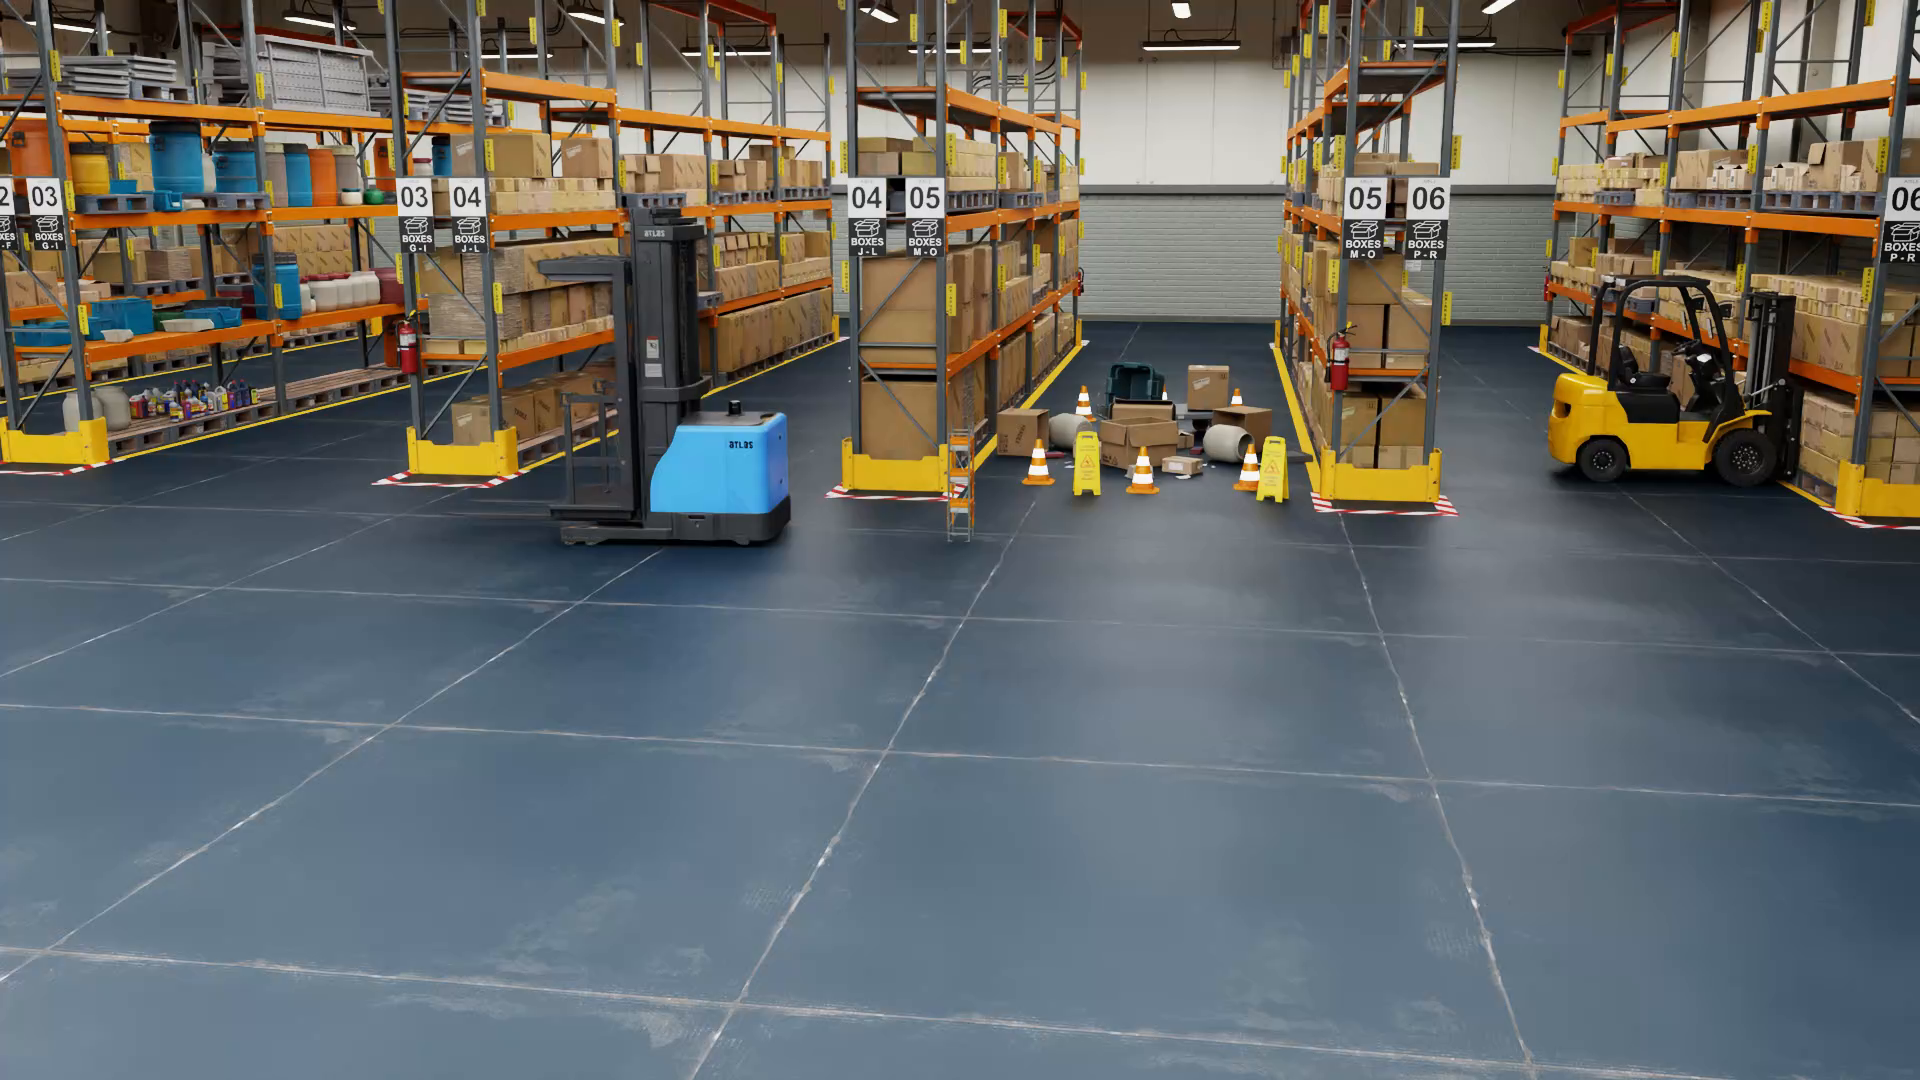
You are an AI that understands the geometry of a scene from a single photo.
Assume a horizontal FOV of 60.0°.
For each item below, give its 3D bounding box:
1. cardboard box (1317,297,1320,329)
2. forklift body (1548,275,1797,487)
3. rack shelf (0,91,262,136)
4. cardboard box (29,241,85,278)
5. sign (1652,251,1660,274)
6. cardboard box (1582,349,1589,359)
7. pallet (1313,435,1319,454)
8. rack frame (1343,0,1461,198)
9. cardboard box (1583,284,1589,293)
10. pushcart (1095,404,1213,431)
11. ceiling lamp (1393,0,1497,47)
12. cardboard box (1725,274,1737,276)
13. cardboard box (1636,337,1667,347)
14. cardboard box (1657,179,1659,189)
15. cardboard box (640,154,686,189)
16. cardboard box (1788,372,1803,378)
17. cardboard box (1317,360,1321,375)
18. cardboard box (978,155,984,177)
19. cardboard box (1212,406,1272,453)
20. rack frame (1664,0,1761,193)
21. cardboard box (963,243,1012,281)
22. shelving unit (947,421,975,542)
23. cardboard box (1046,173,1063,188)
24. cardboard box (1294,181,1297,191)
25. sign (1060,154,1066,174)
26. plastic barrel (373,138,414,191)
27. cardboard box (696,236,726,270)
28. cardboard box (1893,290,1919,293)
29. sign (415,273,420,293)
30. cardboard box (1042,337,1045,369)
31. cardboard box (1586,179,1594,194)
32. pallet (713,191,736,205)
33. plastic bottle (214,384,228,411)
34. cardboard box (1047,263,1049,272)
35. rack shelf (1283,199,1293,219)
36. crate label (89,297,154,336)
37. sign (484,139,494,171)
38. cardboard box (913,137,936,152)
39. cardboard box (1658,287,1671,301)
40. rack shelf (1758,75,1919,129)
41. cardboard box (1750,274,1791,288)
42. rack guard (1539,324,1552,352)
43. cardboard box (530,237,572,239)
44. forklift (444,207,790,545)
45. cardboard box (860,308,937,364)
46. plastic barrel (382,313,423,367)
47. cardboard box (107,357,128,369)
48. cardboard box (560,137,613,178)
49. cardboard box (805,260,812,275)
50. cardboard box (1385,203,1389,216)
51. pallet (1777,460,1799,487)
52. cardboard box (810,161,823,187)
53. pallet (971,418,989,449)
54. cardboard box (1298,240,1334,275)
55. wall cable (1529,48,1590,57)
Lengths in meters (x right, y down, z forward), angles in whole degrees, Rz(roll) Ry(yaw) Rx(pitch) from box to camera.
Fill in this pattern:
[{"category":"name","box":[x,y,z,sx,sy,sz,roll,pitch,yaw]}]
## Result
[{"category":"cardboard box","box":[4.485,-2.723,19.565,0.500,0.500,0.500,2,12,8]},{"category":"forklift body","box":[7.661,-1.763,18.067,2.313,2.155,1.214,2,12,9]},{"category":"rack shelf","box":[-10.112,-5.167,20.267,1.077,0.370,4.000,2,12,9]},{"category":"cardboard box","box":[-18.146,-5.595,33.124,0.980,0.700,0.700,2,12,7]},{"category":"sign","box":[9.865,-3.932,23.558,0.100,0.325,0.005,2,12,9]},{"category":"cardboard box","box":[10.813,-3.159,28.302,0.380,0.149,0.250,2,12,7]},{"category":"pallet","box":[4.814,-1.212,20.118,1.003,0.211,1.213,2,12,9]},{"category":"rack frame","box":[4.267,-4.817,15.983,1.000,3.000,0.127,2,12,9]},{"category":"cardboard box","box":[10.852,-4.283,28.345,0.380,0.149,0.250,2,12,10]},{"category":"pushcart","box":[2.621,-1.498,21.049,1.648,0.377,0.936,-2,12,-11]},{"category":"ceiling lamp","box":[9.745,-11.474,33.019,2.000,3.185,0.800,2,12,9]},{"category":"cardboard box","box":[10.437,-3.466,22.177,0.380,0.149,0.250,2,12,8]},{"category":"cardboard box","box":[10.409,-2.965,25.030,0.380,0.149,0.250,2,12,10]},{"category":"cardboard box","box":[10.344,-5.166,24.133,0.380,0.149,0.250,2,12,10]},{"category":"cardboard box","box":[-4.281,-5.313,23.982,0.500,0.500,0.500,2,12,10]},{"category":"cardboard box","box":[9.903,-1.798,19.371,0.500,0.250,0.500,2,12,10]},{"category":"cardboard box","box":[4.369,-2.016,19.439,0.380,0.149,0.250,2,12,11]},{"category":"cardboard box","box":[-0.004,-4.328,19.254,0.500,0.250,0.500,2,12,8]},{"category":"cardboard box","box":[3.373,-1.317,19.911,0.500,0.500,0.500,-10,16,-40]},{"category":"rack frame","box":[10.402,-6.322,22.967,1.000,3.000,0.127,2,12,9]},{"category":"cardboard box","box":[0.358,-3.921,23.456,0.700,0.500,0.500,2,12,8]},{"category":"shelving unit","box":[0.008,-0.524,14.934,0.215,1.050,0.252,2,12,9]},{"category":"cardboard box","box":[1.517,-6.251,28.928,0.500,0.250,0.500,2,12,11]},{"category":"cardboard box","box":[5.572,-5.687,26.701,0.380,0.166,0.250,1,12,5]},{"category":"sign","box":[1.755,-6.416,28.361,0.100,0.325,0.005,2,12,9]},{"category":"plastic barrel","box":[-9.099,-6.030,26.719,0.600,0.830,0.708,2,12,9]},{"category":"cardboard box","box":[-4.166,-4.561,26.420,0.797,0.503,0.637,2,12,11]},{"category":"cardboard box","box":[9.535,-2.407,16.559,0.380,0.149,0.250,2,12,10]},{"category":"sign","box":[-8.644,-4.094,26.484,0.100,0.325,0.005,2,12,9]},{"category":"cardboard box","box":[1.100,-3.023,26.835,0.500,0.500,0.500,2,12,7]},{"category":"cardboard box","box":[10.914,-5.977,28.139,0.500,0.250,0.500,1,12,7]},{"category":"pallet","box":[-4.248,-5.380,26.166,1.213,0.211,1.003,2,12,11]},{"category":"plastic bottle","box":[-9.698,-1.868,21.783,0.144,0.351,0.185,2,12,8]},{"category":"cardboard box","box":[1.300,-4.605,28.135,0.380,0.149,0.250,2,12,9]},{"category":"rack shelf","box":[6.420,-5.913,29.897,1.077,0.370,4.000,2,12,9]},{"category":"crate label","box":[-10.403,-2.775,20.664,0.502,0.435,0.616,2,12,9]},{"category":"sign","box":[-4.989,-4.081,17.615,0.100,0.325,0.005,2,12,9]},{"category":"cardboard box","box":[-0.274,-4.070,17.108,0.380,0.149,0.250,2,12,9]},{"category":"cardboard box","box":[10.068,-3.477,23.174,0.500,0.250,0.500,2,12,9]},{"category":"rack shelf","box":[9.480,-4.526,17.290,1.077,0.370,4.000,2,12,9]},{"category":"cardboard box","box":[9.445,-3.011,19.362,0.380,0.149,0.250,2,12,10]},{"category":"rack guard","box":[11.621,-3.817,31.517,1.175,0.500,0.348,2,12,9]},{"category":"cardboard box","box":[-5.230,-3.635,21.425,0.500,0.500,0.500,2,12,9]},{"category":"forklift","box":[-3.133,-1.495,14.975,3.031,2.935,1.130,1,12,5]},{"category":"cardboard box","box":[-0.628,-2.175,17.611,0.875,0.550,0.550,2,12,9]},{"category":"plastic barrel","box":[-9.131,-3.278,27.236,0.600,0.830,0.708,2,12,9]},{"category":"cardboard box","box":[-13.923,-2.936,27.026,0.500,0.250,0.500,2,12,10]},{"category":"cardboard box","box":[-4.727,-4.841,21.085,0.500,0.500,0.500,2,12,7]},{"category":"cardboard box","box":[-3.109,-5.178,31.551,0.500,0.250,0.500,2,12,9]},{"category":"cardboard box","box":[4.716,-3.505,17.615,0.380,0.149,0.250,1,12,7]},{"category":"pallet","box":[9.438,-0.775,18.086,1.003,0.211,1.213,2,12,9]},{"category":"cardboard box","box":[-3.092,-7.195,32.668,0.700,0.500,0.500,1,12,5]},{"category":"pallet","box":[-0.219,-1.337,20.696,1.003,0.211,1.213,2,12,9]},{"category":"cardboard box","box":[5.318,-4.203,24.765,0.500,0.500,0.500,2,12,7]},{"category":"wall cable","box":[13.766,-11.839,35.368,2.988,3.039,0.133,2,12,9]}]
